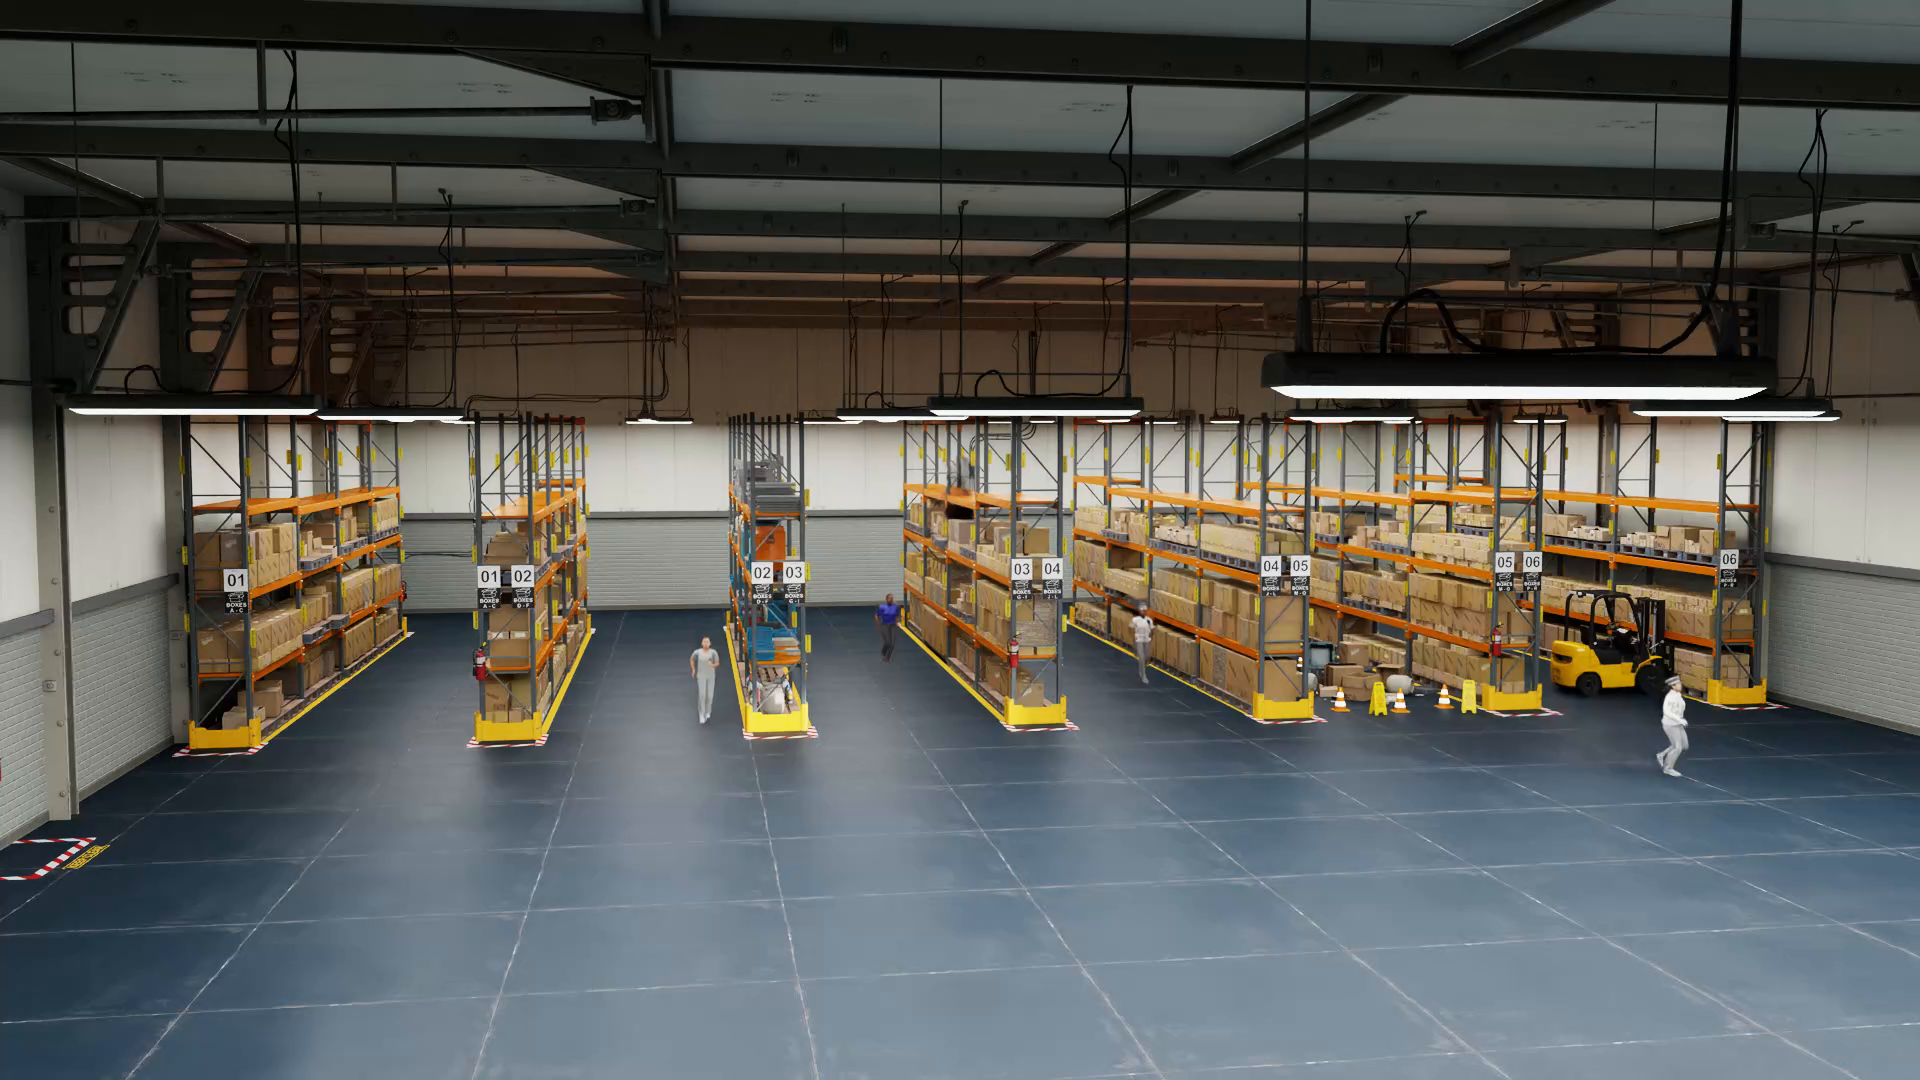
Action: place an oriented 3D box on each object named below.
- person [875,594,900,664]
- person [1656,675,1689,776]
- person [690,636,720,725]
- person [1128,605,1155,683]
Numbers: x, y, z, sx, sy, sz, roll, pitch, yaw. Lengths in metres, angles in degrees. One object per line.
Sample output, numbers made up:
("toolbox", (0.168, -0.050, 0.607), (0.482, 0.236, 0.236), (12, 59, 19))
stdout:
("person", (-1.624, 2.051, 38.086), (0.558, 1.604, 0.589), (-1, 4, -21))
("person", (11.698, 3.039, 27.293), (0.542, 1.664, 0.625), (3, 5, 38))
("person", (-4.926, 2.701, 32.184), (0.532, 1.708, 0.723), (-1, 4, -16))
("person", (4.052, 2.271, 36.881), (0.591, 1.700, 0.835), (-1, 4, -11))
